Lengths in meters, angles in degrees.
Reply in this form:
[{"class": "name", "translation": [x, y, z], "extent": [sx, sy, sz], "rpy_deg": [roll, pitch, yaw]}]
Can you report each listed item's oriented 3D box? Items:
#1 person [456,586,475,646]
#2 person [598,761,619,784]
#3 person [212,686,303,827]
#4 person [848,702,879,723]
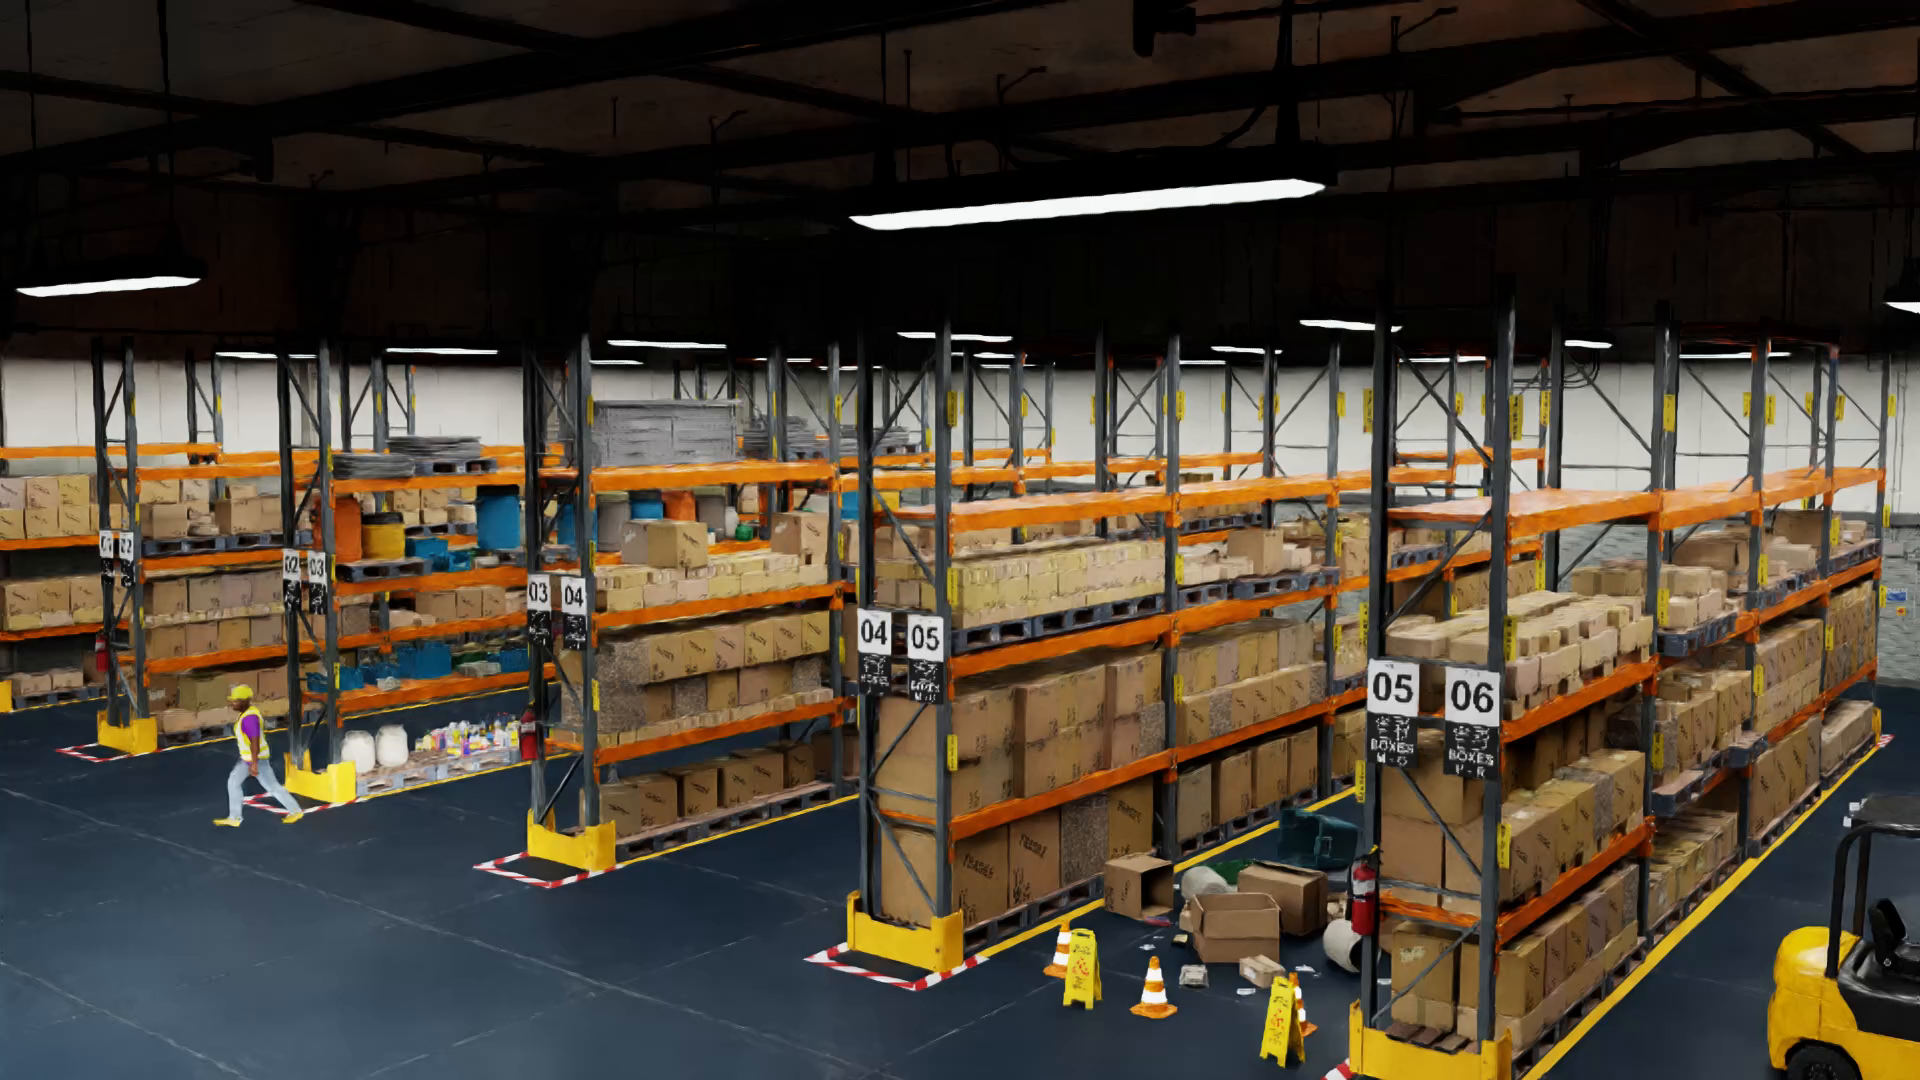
[{"class": "person", "translation": [-9.252, 1.650, 31.095], "extent": [0.401, 1.599, 0.465], "rpy_deg": [1, 5, 6]}, {"class": "person", "translation": [-4.566, 2.383, 21.555], "extent": [0.457, 1.783, 0.618], "rpy_deg": [1, 5, 8]}, {"class": "person", "translation": [-8.428, 2.588, 19.904], "extent": [0.963, 1.712, 0.618], "rpy_deg": [-3, 6, -32]}, {"class": "person", "translation": [-1.385, 2.192, 24.669], "extent": [0.998, 1.619, 0.483], "rpy_deg": [-4, 7, -42]}]
